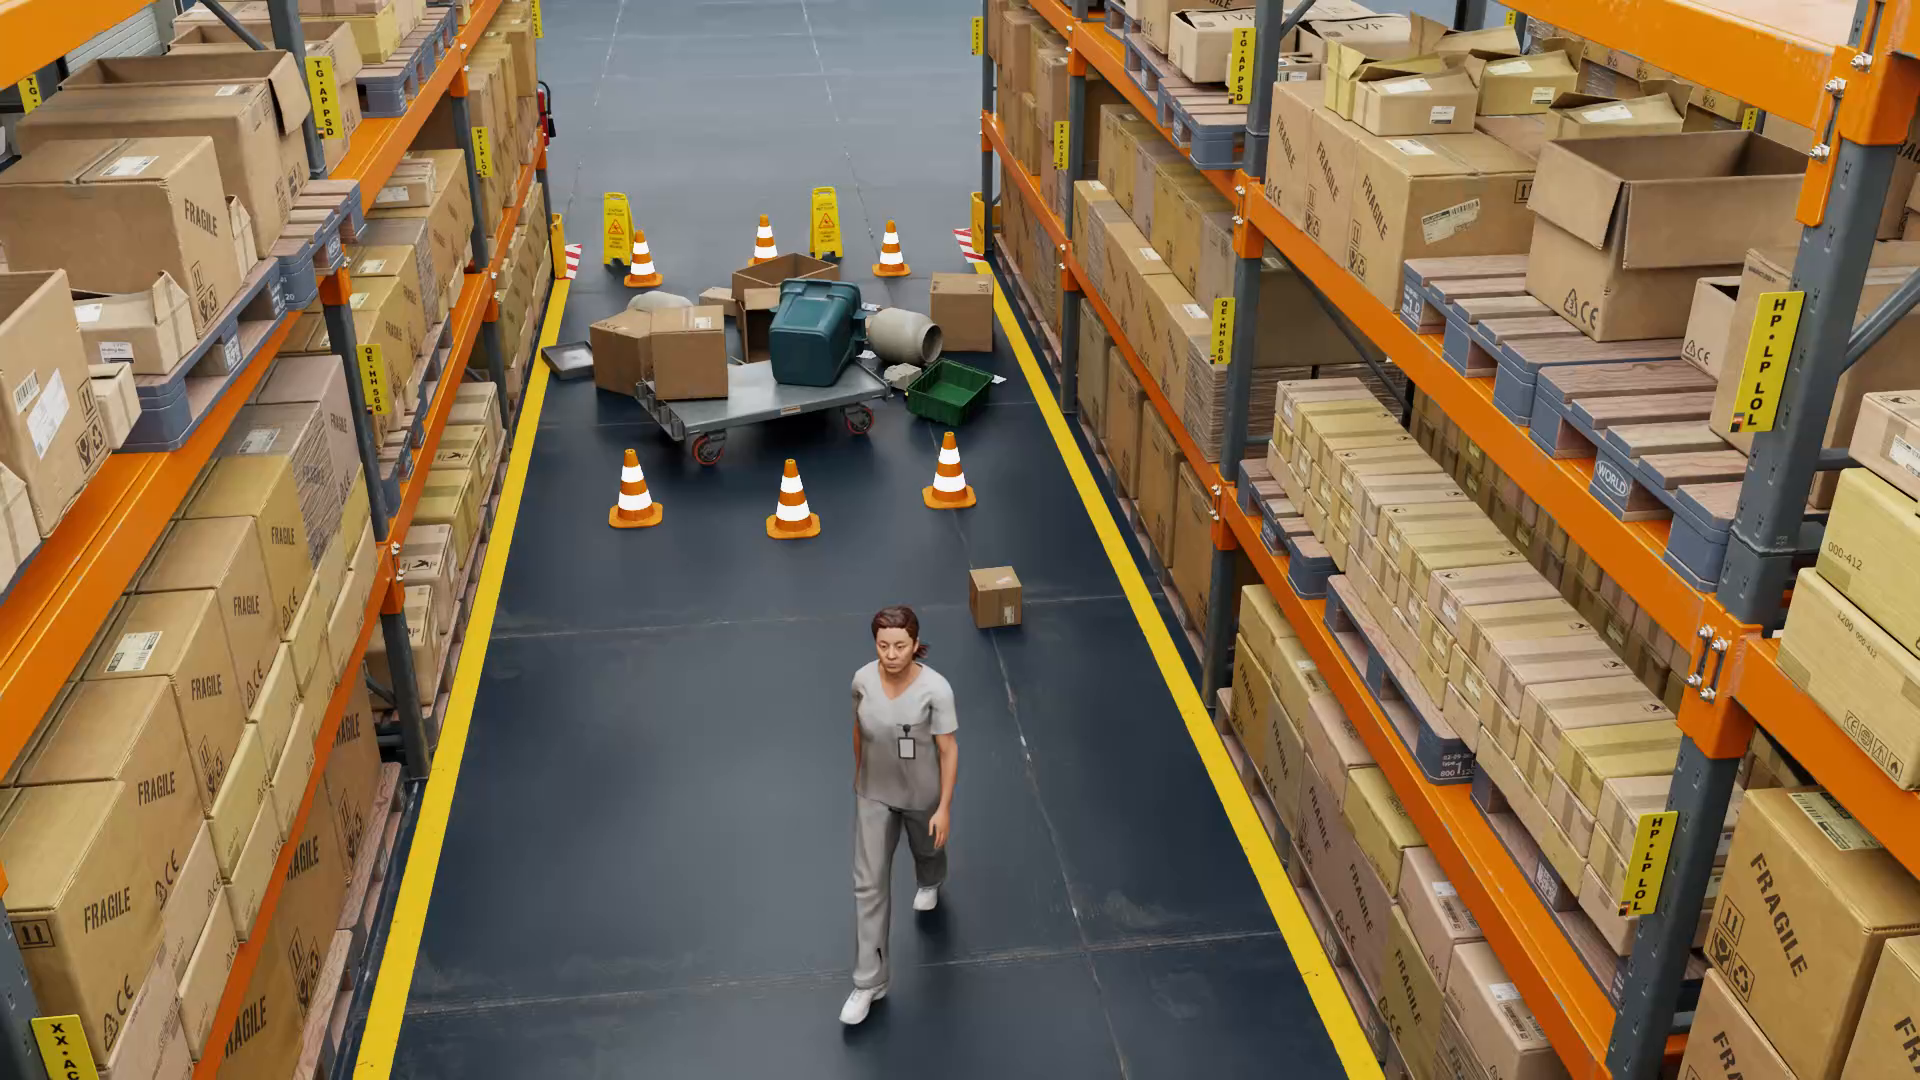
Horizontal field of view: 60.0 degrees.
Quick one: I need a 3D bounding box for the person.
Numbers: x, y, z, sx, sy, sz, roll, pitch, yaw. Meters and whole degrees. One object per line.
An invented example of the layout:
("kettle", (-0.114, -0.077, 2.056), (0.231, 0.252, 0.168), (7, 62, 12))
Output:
("person", (-0.235, 1.021, 6.640), (0.464, 1.615, 1.022), (5, 28, 10))
